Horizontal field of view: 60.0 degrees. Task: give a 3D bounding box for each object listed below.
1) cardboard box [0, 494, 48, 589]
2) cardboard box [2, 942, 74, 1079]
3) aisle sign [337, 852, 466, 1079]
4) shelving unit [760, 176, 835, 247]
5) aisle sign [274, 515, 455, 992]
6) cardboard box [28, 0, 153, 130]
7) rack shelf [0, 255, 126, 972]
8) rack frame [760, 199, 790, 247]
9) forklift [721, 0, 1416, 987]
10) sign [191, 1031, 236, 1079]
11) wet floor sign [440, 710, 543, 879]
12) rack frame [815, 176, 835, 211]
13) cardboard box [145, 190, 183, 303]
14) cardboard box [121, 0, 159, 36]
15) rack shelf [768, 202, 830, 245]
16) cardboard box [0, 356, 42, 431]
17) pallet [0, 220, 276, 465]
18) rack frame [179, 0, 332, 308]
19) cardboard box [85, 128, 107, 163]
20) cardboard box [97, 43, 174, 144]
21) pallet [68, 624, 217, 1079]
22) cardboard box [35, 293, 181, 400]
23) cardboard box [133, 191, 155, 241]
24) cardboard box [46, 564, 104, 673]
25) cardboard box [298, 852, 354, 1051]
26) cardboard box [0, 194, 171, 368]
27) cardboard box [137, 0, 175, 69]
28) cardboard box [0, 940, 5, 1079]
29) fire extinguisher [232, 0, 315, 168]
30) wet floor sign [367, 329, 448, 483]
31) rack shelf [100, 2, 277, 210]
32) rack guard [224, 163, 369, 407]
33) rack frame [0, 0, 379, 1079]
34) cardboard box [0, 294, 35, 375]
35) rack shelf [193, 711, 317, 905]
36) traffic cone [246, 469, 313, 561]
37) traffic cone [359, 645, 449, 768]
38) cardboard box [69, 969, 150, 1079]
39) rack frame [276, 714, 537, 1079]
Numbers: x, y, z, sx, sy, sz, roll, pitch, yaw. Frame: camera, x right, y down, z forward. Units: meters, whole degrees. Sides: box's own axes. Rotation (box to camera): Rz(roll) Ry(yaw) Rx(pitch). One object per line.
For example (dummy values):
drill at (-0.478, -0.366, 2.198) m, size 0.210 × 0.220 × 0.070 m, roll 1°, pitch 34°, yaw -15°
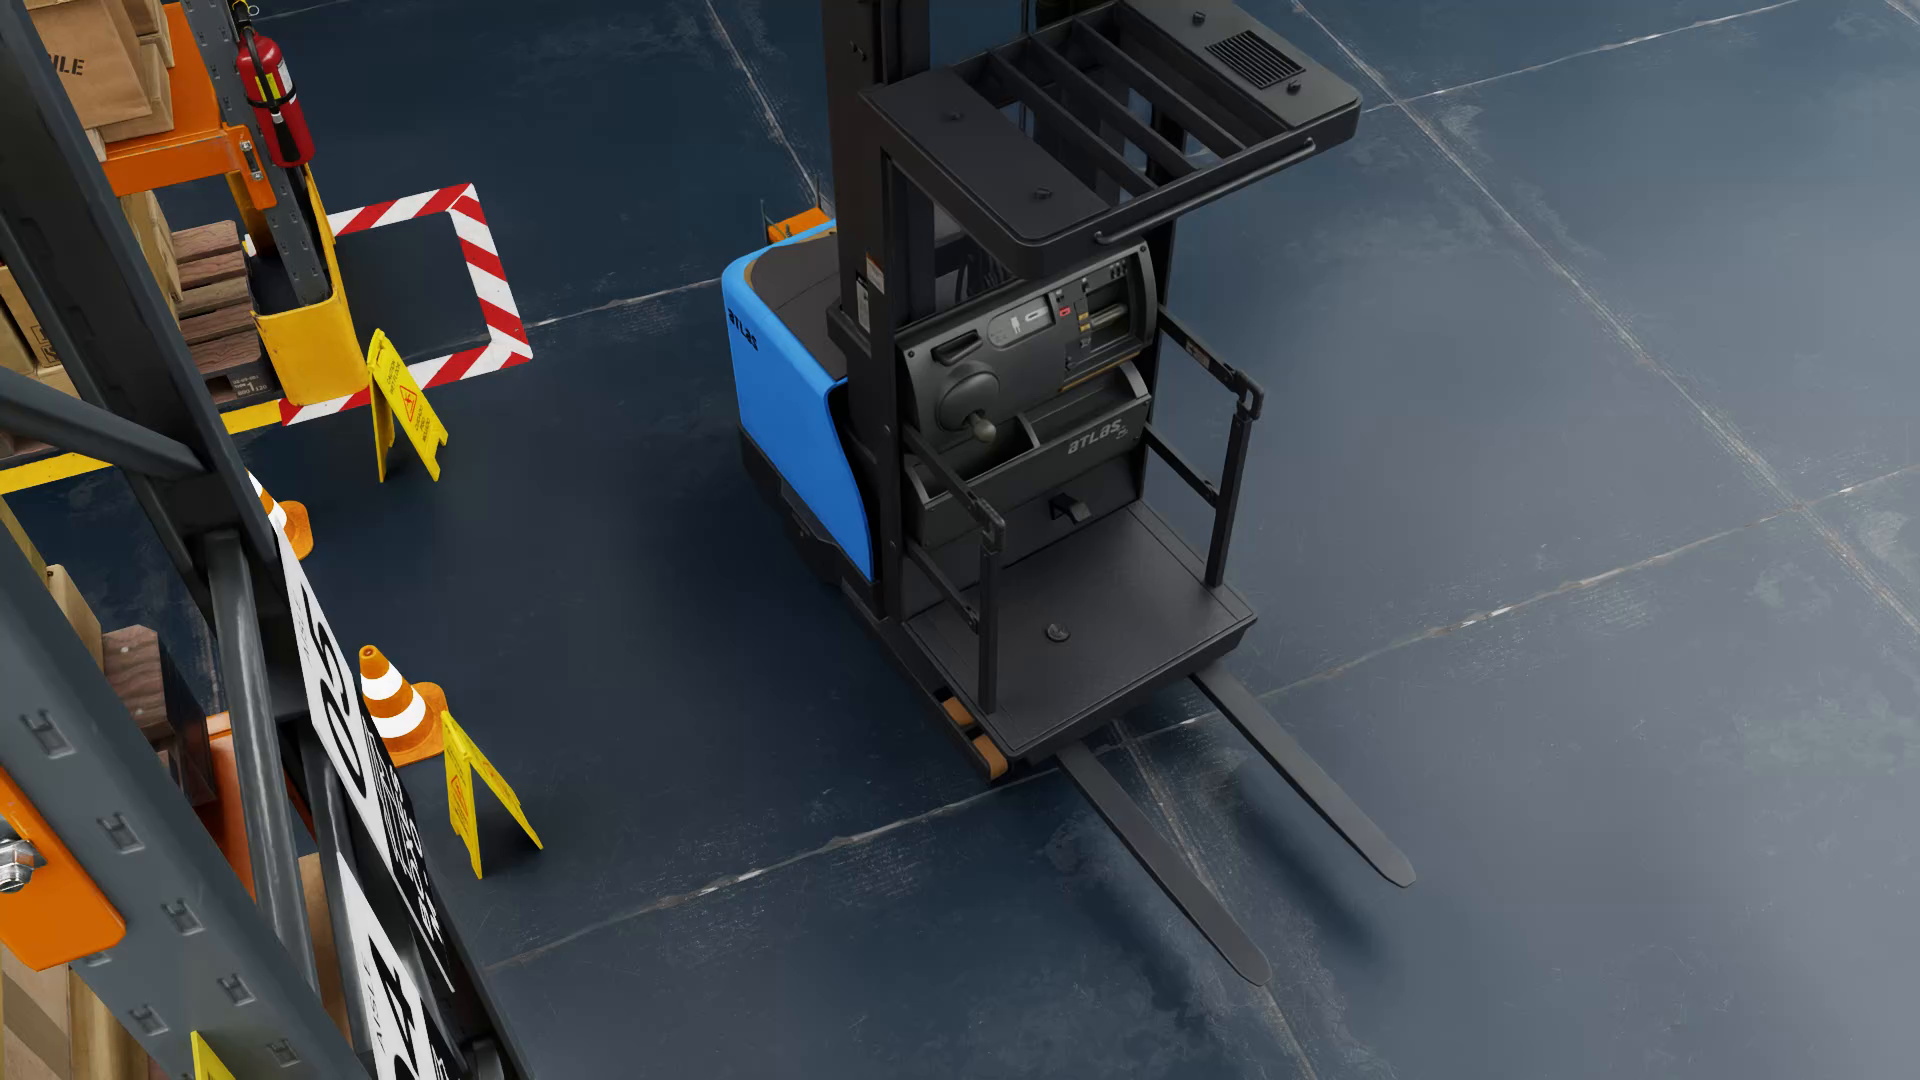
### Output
cardboard box at (-1.415, 0.200, 2.025) m, size 0.500 × 0.250 × 0.500 m, roll -17°, pitch 52°, yaw -14°
cardboard box at (-1.219, 0.579, 1.700) m, size 0.500 × 0.250 × 0.500 m, roll -17°, pitch 51°, yaw -14°
aisle sign at (-0.692, 0.780, 2.230) m, size 0.004 × 0.787 × 0.394 m, roll -17°, pitch 52°, yaw -14°
shelving unit at (-0.593, -0.939, 6.702) m, size 0.252 × 1.050 × 0.215 m, roll -28°, pitch 54°, yaw -22°
aisle sign at (-0.919, 0.359, 2.592) m, size 0.004 × 0.787 × 0.394 m, roll -17°, pitch 52°, yaw -14°
cardboard box at (-3.235, -1.791, 5.890) m, size 0.500 × 0.500 × 0.500 m, roll -18°, pitch 52°, yaw -15°
rack shelf at (-2.723, 0.420, 1.036) m, size 4.000 × 0.370 × 1.077 m, roll -17°, pitch 52°, yaw -14°
rack frame at (-0.693, -0.886, 6.657) m, size 0.008 × 1.050 × 0.200 m, roll -28°, pitch 54°, yaw -22°
forklift at (0.353, -0.528, 5.112) m, size 1.130 × 2.935 × 3.031 m, roll -27°, pitch 55°, yaw -21°
sign at (-0.679, 0.582, 1.605) m, size 0.005 × 0.325 × 0.100 m, roll -17°, pitch 52°, yaw -14°
wet floor sign at (-1.593, 0.805, 5.474) m, size 0.232 × 0.644 × 0.267 m, roll -26°, pitch 54°, yaw -20°
rack frame at (-0.493, -0.993, 6.748) m, size 0.008 × 1.050 × 0.200 m, roll -28°, pitch 54°, yaw -22°
cardboard box at (-3.688, -1.215, 7.192) m, size 0.500 × 0.250 × 0.500 m, roll -18°, pitch 52°, yaw -15°
cardboard box at (-3.380, -2.199, 6.240) m, size 0.500 × 0.500 × 0.500 m, roll -18°, pitch 52°, yaw -15°
rack shelf at (-0.596, -1.121, 6.498) m, size 0.240 × 0.259 × 0.215 m, roll -28°, pitch 54°, yaw -22°
cardboard box at (-3.966, -0.688, 6.740) m, size 0.500 × 0.250 × 0.500 m, roll -17°, pitch 51°, yaw -14°
pallet at (-3.672, -0.872, 7.201) m, size 1.213 × 0.211 × 1.003 m, roll -17°, pitch 52°, yaw -14°
rack frame at (-2.836, -2.011, 6.340) m, size 0.127 × 3.000 × 1.000 m, roll -17°, pitch 52°, yaw -14°
cardboard box at (-3.294, -1.521, 6.085) m, size 0.250 × 0.149 × 0.380 m, roll -18°, pitch 52°, yaw -15°
cardboard box at (-3.102, -1.672, 6.215) m, size 0.250 × 0.149 × 0.380 m, roll -16°, pitch 51°, yaw -13°
pallet at (-1.554, 0.708, 2.086) m, size 1.213 × 0.211 × 1.003 m, roll -17°, pitch 52°, yaw -14°
cardboard box at (-3.505, -0.824, 6.857) m, size 0.500 × 0.250 × 0.500 m, roll -17°, pitch 52°, yaw -14°
cardboard box at (-3.710, -1.452, 6.902) m, size 0.500 × 0.500 × 0.500 m, roll -19°, pitch 52°, yaw -15°
cardboard box at (-1.310, 0.245, 2.249) m, size 0.250 × 0.149 × 0.380 m, roll -17°, pitch 51°, yaw -14°
cardboard box at (-1.229, 1.115, 2.845) m, size 0.550 × 0.550 × 0.875 m, roll -17°, pitch 52°, yaw -14°
cardboard box at (-3.480, -1.083, 6.585) m, size 0.500 × 0.500 × 0.500 m, roll -17°, pitch 51°, yaw -14°
cardboard box at (-3.229, -1.977, 6.477) m, size 0.250 × 0.149 × 0.380 m, roll -17°, pitch 51°, yaw -14°
cardboard box at (-1.055, 0.447, 1.550) m, size 0.250 × 0.149 × 0.380 m, roll -17°, pitch 51°, yaw -14°
fire extinguisher at (-2.556, -1.695, 6.120) m, size 0.183 × 0.674 × 0.296 m, roll -17°, pitch 52°, yaw -14°
wet floor sign at (-2.256, -0.547, 6.635) m, size 0.232 × 0.644 × 0.267 m, roll -2°, pitch 49°, yaw -1°
rack shelf at (-4.688, -1.203, 6.121) m, size 4.000 × 0.370 × 1.077 m, roll -17°, pitch 52°, yaw -14°
rack guard at (-2.907, -1.175, 7.270) m, size 0.348 × 0.500 × 1.175 m, roll -17°, pitch 52°, yaw -14°
rack frame at (-0.871, -0.518, 1.104) m, size 0.127 × 3.000 × 1.000 m, roll -17°, pitch 52°, yaw -14°
cardboard box at (-3.961, -0.931, 6.455) m, size 0.500 × 0.500 × 0.500 m, roll -15°, pitch 51°, yaw -13°
rack shelf at (-2.723, 1.267, 2.022) m, size 4.000 × 0.370 × 1.077 m, roll -17°, pitch 52°, yaw -14°
traffic cone at (-2.747, -0.155, 6.419) m, size 0.334 × 0.463 × 0.336 m, roll -17°, pitch 52°, yaw -14°
traffic cone at (-2.012, 0.527, 5.833) m, size 0.334 × 0.463 × 0.336 m, roll -17°, pitch 52°, yaw -14°
cardboard box at (-1.051, 0.705, 1.854) m, size 0.250 × 0.149 × 0.380 m, roll -17°, pitch 52°, yaw -14°
rack frame at (-0.871, 1.437, 3.380) m, size 0.127 × 3.000 × 1.000 m, roll -17°, pitch 52°, yaw -14°
